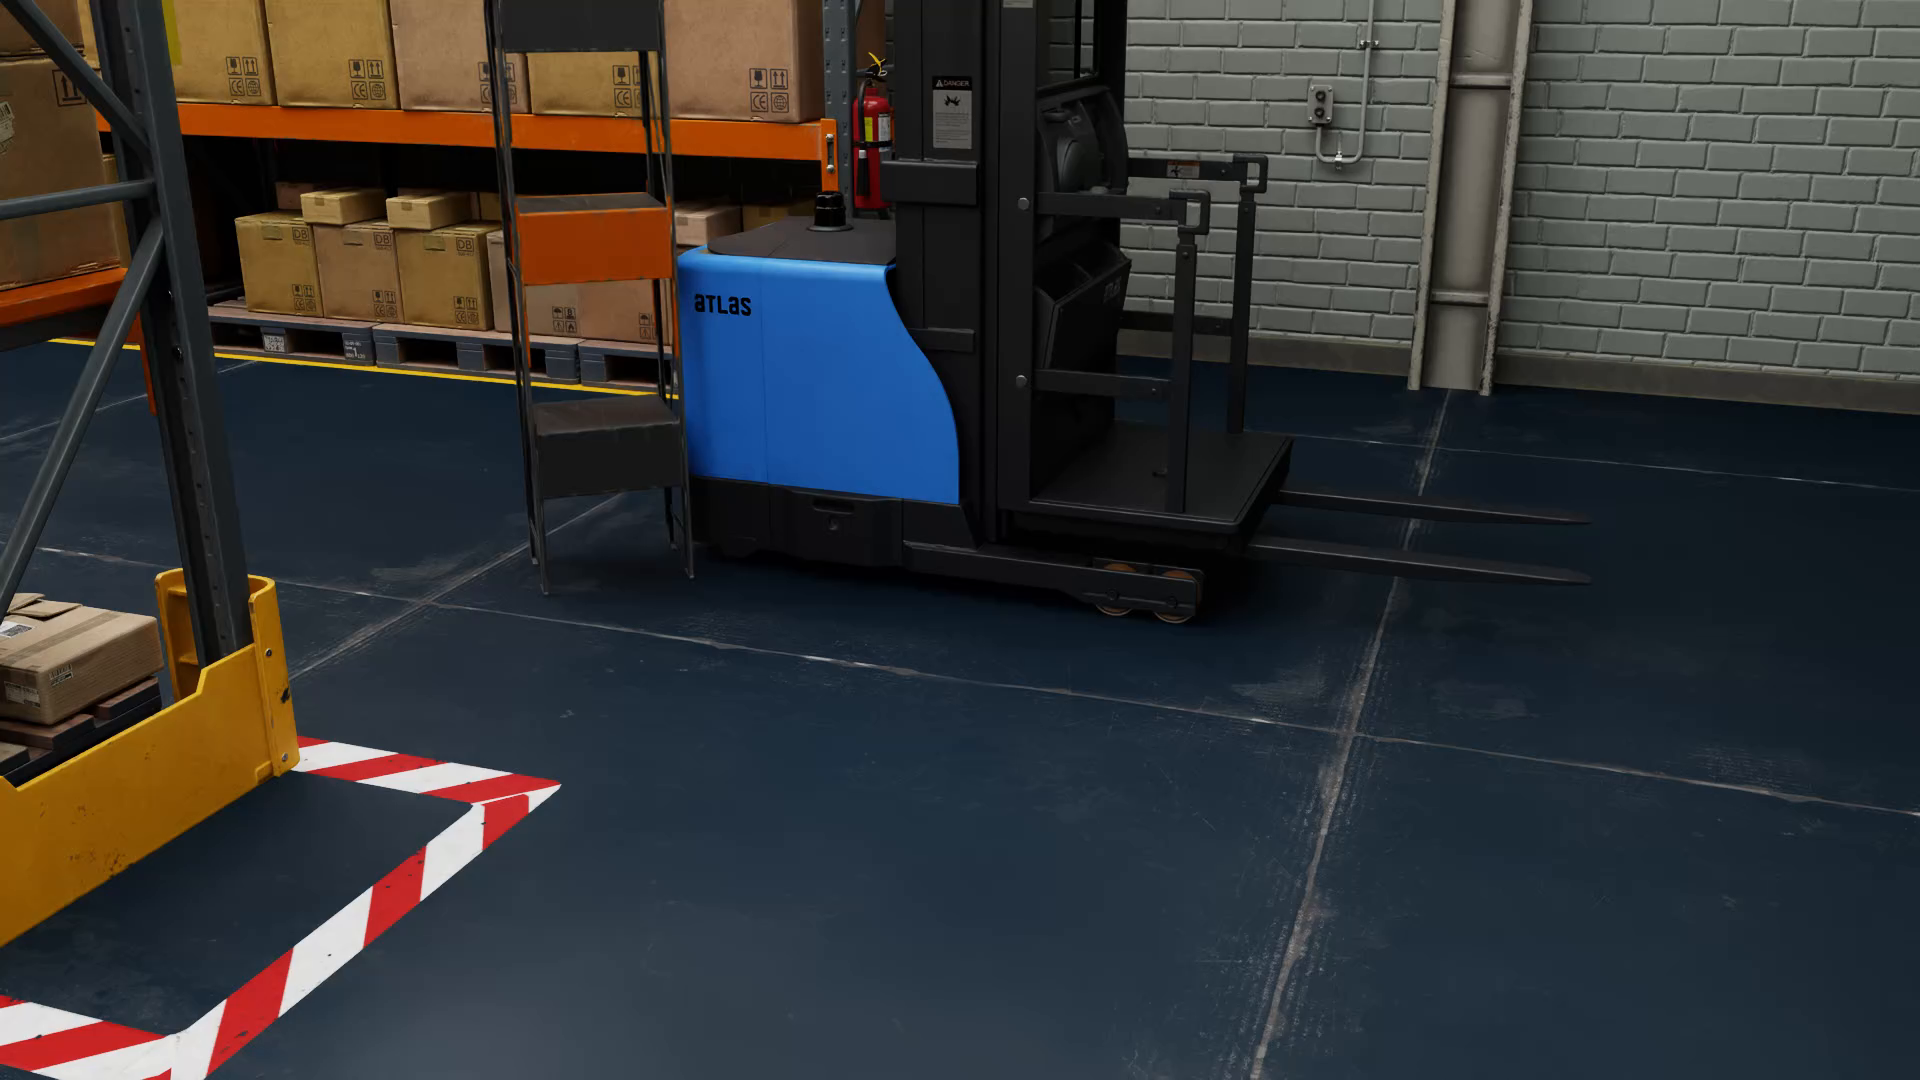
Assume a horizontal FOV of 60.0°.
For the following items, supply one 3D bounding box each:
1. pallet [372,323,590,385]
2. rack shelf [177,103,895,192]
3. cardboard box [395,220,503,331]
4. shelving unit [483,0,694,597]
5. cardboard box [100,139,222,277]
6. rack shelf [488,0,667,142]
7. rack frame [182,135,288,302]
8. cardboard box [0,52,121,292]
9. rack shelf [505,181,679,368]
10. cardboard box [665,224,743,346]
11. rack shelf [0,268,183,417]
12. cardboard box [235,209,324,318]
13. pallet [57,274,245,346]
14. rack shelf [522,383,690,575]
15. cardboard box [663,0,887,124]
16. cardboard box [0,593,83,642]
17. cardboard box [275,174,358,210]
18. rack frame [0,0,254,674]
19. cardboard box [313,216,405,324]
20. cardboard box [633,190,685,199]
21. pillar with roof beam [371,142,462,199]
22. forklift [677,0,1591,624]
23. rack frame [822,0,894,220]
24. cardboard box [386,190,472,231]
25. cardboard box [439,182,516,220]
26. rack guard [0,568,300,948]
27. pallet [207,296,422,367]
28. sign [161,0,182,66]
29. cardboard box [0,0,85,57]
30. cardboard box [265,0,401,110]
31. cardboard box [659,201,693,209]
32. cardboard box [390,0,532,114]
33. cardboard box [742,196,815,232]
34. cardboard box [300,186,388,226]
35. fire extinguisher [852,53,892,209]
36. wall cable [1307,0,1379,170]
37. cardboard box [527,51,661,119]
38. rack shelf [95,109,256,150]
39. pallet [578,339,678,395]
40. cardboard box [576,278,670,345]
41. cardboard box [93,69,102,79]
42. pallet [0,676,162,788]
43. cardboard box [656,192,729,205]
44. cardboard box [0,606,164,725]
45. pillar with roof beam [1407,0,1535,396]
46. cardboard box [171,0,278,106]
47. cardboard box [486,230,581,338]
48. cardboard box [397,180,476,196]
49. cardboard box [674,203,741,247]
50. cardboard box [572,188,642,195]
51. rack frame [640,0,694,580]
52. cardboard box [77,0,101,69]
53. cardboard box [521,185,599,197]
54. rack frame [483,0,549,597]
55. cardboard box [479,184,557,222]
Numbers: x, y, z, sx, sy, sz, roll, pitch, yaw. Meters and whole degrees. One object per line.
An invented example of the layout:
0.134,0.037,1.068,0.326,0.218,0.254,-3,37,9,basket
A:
-2.317,-1.088,8.876,1.213,0.211,1.003,7,20,18,pallet
-2.277,-2.086,8.597,4.000,0.370,1.077,7,20,18,rack shelf
-2.536,-1.436,8.798,0.500,0.500,0.700,7,20,19,cardboard box
-1.210,-0.892,5.442,0.503,2.100,0.431,-7,20,-19,shelving unit
-4.823,-1.855,9.469,0.750,0.750,0.750,7,20,19,cardboard box
-1.208,-1.540,5.217,0.480,0.518,0.431,-7,20,-19,rack shelf
-4.166,-2.642,9.098,0.127,3.000,1.000,7,20,18,rack frame
-2.342,-0.846,3.795,0.500,0.500,0.500,7,20,19,cardboard box
-1.210,-0.879,5.447,0.480,0.518,0.431,-7,20,-19,rack shelf
-1.081,-1.272,8.329,0.500,0.500,0.700,7,20,18,cardboard box
-3.899,-0.546,4.177,4.000,0.370,1.077,7,20,18,rack shelf
-3.493,-1.547,9.118,0.500,0.500,0.700,7,20,19,cardboard box
-4.920,-1.385,9.729,1.213,0.211,1.003,7,20,18,pallet
-1.213,-0.218,5.676,0.480,0.518,0.431,-7,20,-19,rack shelf
-0.872,-2.404,7.959,0.700,0.700,0.980,7,21,21,cardboard box
-2.528,0.282,4.347,0.250,0.166,0.380,7,20,18,cardboard box
-3.565,-1.931,9.233,0.250,0.149,0.380,6,20,18,cardboard box
-2.010,-0.669,3.439,0.127,3.000,1.000,7,20,18,rack frame
-3.020,-1.492,8.959,0.500,0.500,0.700,6,20,18,cardboard box
-1.613,-1.709,8.596,0.250,0.149,0.380,7,20,19,cardboard box
-4.634,-4.330,4.826,0.400,9.000,9.100,7,20,18,pillar with roof beam
0.593,-1.314,5.394,3.031,2.935,1.130,7,20,18,forklift
-0.387,-2.210,7.859,0.127,3.000,1.000,7,20,18,rack frame
-2.736,-1.704,8.580,0.250,0.149,0.380,6,20,17,cardboard box
-2.579,-1.819,8.911,0.250,0.149,0.380,7,20,19,cardboard box
-2.081,0.503,3.874,0.348,0.500,1.175,7,20,18,rack guard
-3.473,-1.219,9.252,1.213,0.211,1.003,7,20,18,pallet
-1.832,-1.247,3.781,0.005,0.325,0.100,7,20,18,sign
-2.342,-1.319,3.631,0.500,0.500,0.500,7,20,20,cardboard box
-2.971,-2.639,8.635,0.700,0.700,0.980,6,20,17,cardboard box
-1.504,-1.563,8.178,0.250,0.149,0.380,7,20,20,cardboard box
-2.281,-2.564,8.419,0.700,0.700,0.980,6,20,15,cardboard box
-0.898,-1.627,8.362,0.250,0.149,0.380,7,20,18,cardboard box
-3.230,-1.760,8.742,0.250,0.149,0.380,7,20,20,cardboard box
-0.396,-1.838,7.475,0.183,0.674,0.296,7,20,18,fire extinguisher
1.133,-2.845,8.139,1.851,1.984,0.084,7,20,18,wall cable
-1.563,-2.479,8.174,0.700,0.700,0.980,6,20,18,cardboard box
-6.055,-2.518,9.837,4.000,0.370,1.077,7,20,18,rack shelf
-1.168,-0.955,8.496,1.213,0.211,1.003,7,20,18,pallet
-1.554,-1.326,8.484,0.500,0.500,0.700,6,20,18,cardboard box
-4.578,-2.481,8.989,0.250,0.149,0.380,7,20,19,cardboard box
-2.835,0.554,4.168,1.213,0.211,1.003,7,20,18,pallet
-1.377,-1.682,8.518,0.250,0.149,0.380,7,20,18,cardboard box
-2.292,0.317,4.272,0.250,0.149,0.380,7,20,18,cardboard box
1.034,-3.682,2.966,0.400,9.000,9.100,7,20,18,pillar with roof beam
-3.659,-2.720,8.866,0.700,0.700,0.980,7,20,19,cardboard box
-2.029,-1.381,8.639,0.500,0.500,0.700,6,20,16,cardboard box
-2.817,-1.846,8.990,0.250,0.149,0.380,6,20,16,cardboard box
-1.263,-1.536,8.099,0.250,0.149,0.380,6,20,17,cardboard box
-1.853,-1.736,8.674,0.250,0.149,0.380,7,20,19,cardboard box
-0.981,-0.918,5.520,0.015,2.100,0.400,-7,20,-19,rack frame
-4.685,-2.811,8.948,0.500,0.500,0.500,6,20,17,cardboard box
-2.096,-1.764,8.753,0.250,0.149,0.380,7,20,19,cardboard box
-1.440,-0.865,5.364,0.015,2.100,0.400,-7,20,-19,rack frame
-2.335,-1.791,8.832,0.250,0.149,0.380,6,20,17,cardboard box
